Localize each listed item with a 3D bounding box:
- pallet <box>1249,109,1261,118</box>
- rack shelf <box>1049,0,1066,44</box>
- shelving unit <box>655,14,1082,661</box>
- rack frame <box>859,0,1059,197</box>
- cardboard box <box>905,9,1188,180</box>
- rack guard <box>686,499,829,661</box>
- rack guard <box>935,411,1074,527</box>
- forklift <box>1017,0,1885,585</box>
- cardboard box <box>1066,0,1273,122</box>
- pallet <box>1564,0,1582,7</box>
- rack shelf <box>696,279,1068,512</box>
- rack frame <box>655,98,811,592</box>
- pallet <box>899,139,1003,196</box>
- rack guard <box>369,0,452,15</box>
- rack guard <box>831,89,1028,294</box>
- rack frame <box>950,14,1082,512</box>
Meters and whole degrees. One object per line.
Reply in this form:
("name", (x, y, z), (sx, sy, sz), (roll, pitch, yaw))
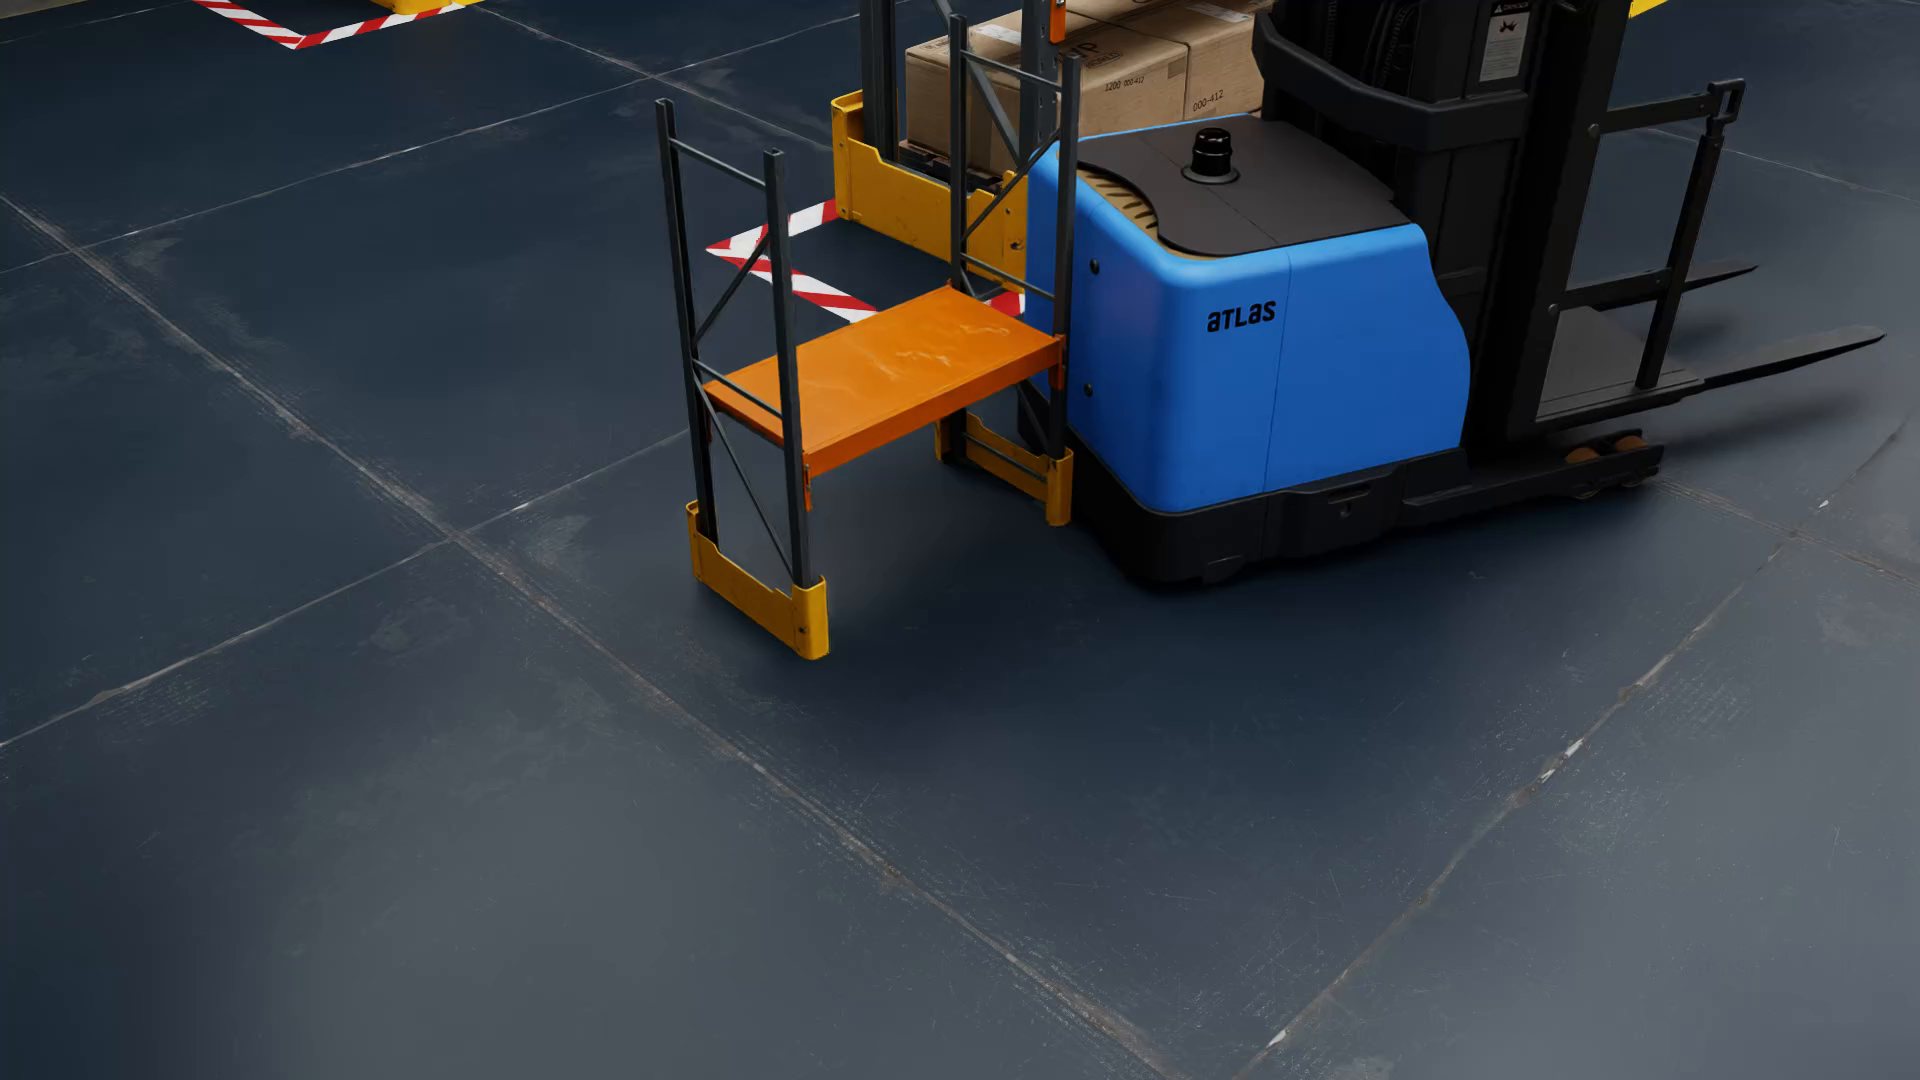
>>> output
("pallet", (1.348, -2.220, 8.249), (1.003, 0.211, 1.213), (30, 45, 35))
("rack shelf", (1.390, -3.032, 7.604), (1.077, 0.370, 4.000), (30, 45, 35))
("shelving unit", (-0.230, -0.597, 4.795), (1.083, 1.500, 0.587), (-28, 43, -34))
("rack frame", (-0.019, -2.515, 6.234), (1.000, 3.000, 0.127), (30, 45, 35))
("cardboard box", (0.375, -1.944, 7.288), (0.875, 0.438, 0.875), (28, 44, 34))
("rack guard", (-0.597, 0.109, 4.875), (0.087, 0.250, 0.587), (-28, 43, -34))
("rack guard", (0.136, -0.277, 5.429), (0.087, 0.250, 0.587), (-28, 43, -34))
("forklift", (1.764, -1.602, 4.985), (3.031, 2.935, 1.130), (-13, 37, -18))
("cardboard box", (1.013, -2.319, 7.826), (0.875, 0.438, 0.875), (-29, 44, -34))
("pallet", (3.289, -3.338, 9.852), (1.003, 0.211, 1.213), (30, 45, 35))
("rack shelf", (-0.224, -0.453, 4.903), (1.000, 0.185, 0.538), (-28, 43, -34))
("rack frame", (-0.598, -0.403, 4.517), (0.032, 1.500, 0.500), (-28, 43, -34))
("pallet", (0.488, -1.727, 7.542), (1.003, 0.211, 1.213), (30, 45, 35))
("rack guard", (-3.491, -3.519, 9.859), (1.175, 0.500, 0.348), (30, 45, 35))
("rack guard", (-0.036, -1.480, 6.935), (1.175, 0.500, 0.348), (30, 45, 35))
("rack frame", (0.150, -0.797, 5.082), (0.032, 1.500, 0.500), (-28, 43, -34))
